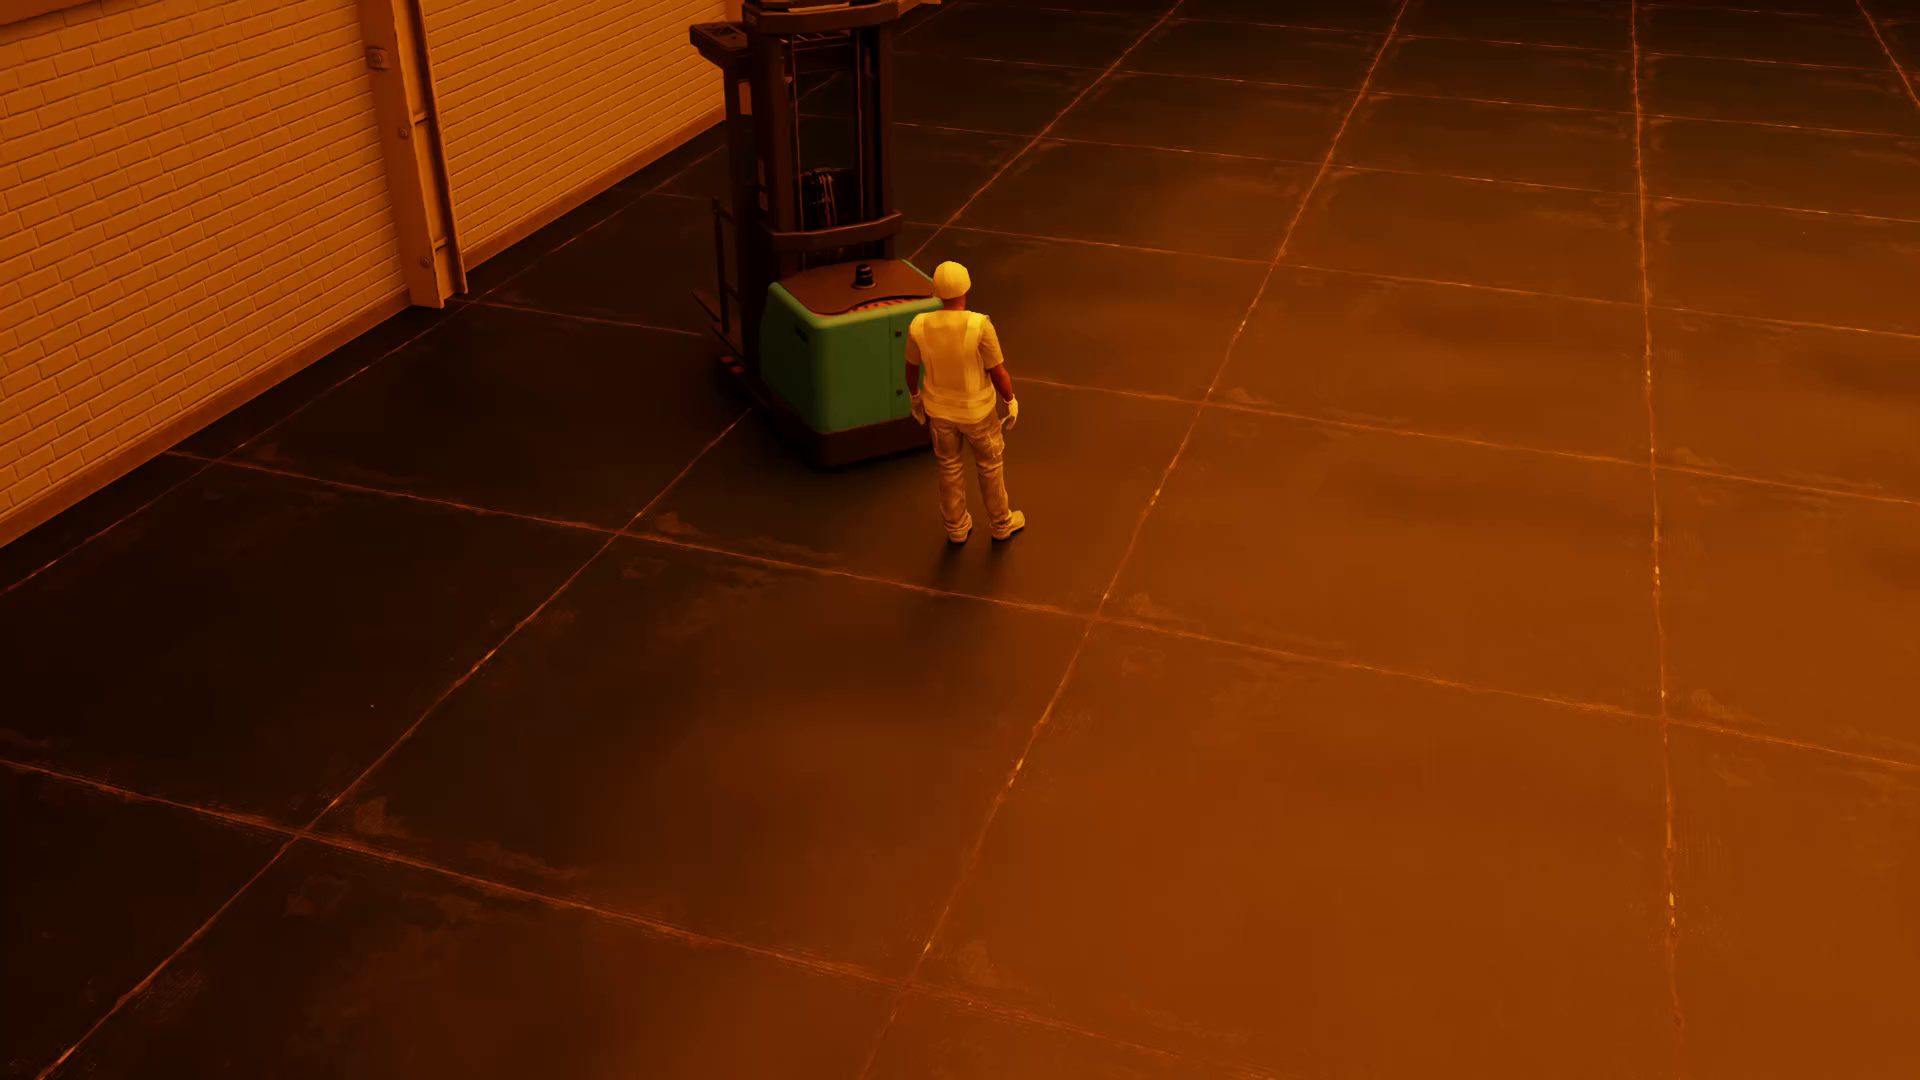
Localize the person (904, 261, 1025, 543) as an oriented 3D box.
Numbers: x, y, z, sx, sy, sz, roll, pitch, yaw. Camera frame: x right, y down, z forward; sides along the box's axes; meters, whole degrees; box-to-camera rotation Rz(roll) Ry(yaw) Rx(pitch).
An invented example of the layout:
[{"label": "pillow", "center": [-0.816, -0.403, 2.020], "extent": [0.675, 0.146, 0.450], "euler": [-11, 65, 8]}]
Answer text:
[{"label": "person", "center": [0.031, -0.813, 9.707], "extent": [0.656, 1.781, 0.577], "euler": [10, 31, 16]}]

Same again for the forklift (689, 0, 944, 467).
[{"label": "forklift", "center": [-1.126, -2.453, 11.440], "extent": [1.130, 2.935, 3.031], "euler": [-14, 33, -23]}]
